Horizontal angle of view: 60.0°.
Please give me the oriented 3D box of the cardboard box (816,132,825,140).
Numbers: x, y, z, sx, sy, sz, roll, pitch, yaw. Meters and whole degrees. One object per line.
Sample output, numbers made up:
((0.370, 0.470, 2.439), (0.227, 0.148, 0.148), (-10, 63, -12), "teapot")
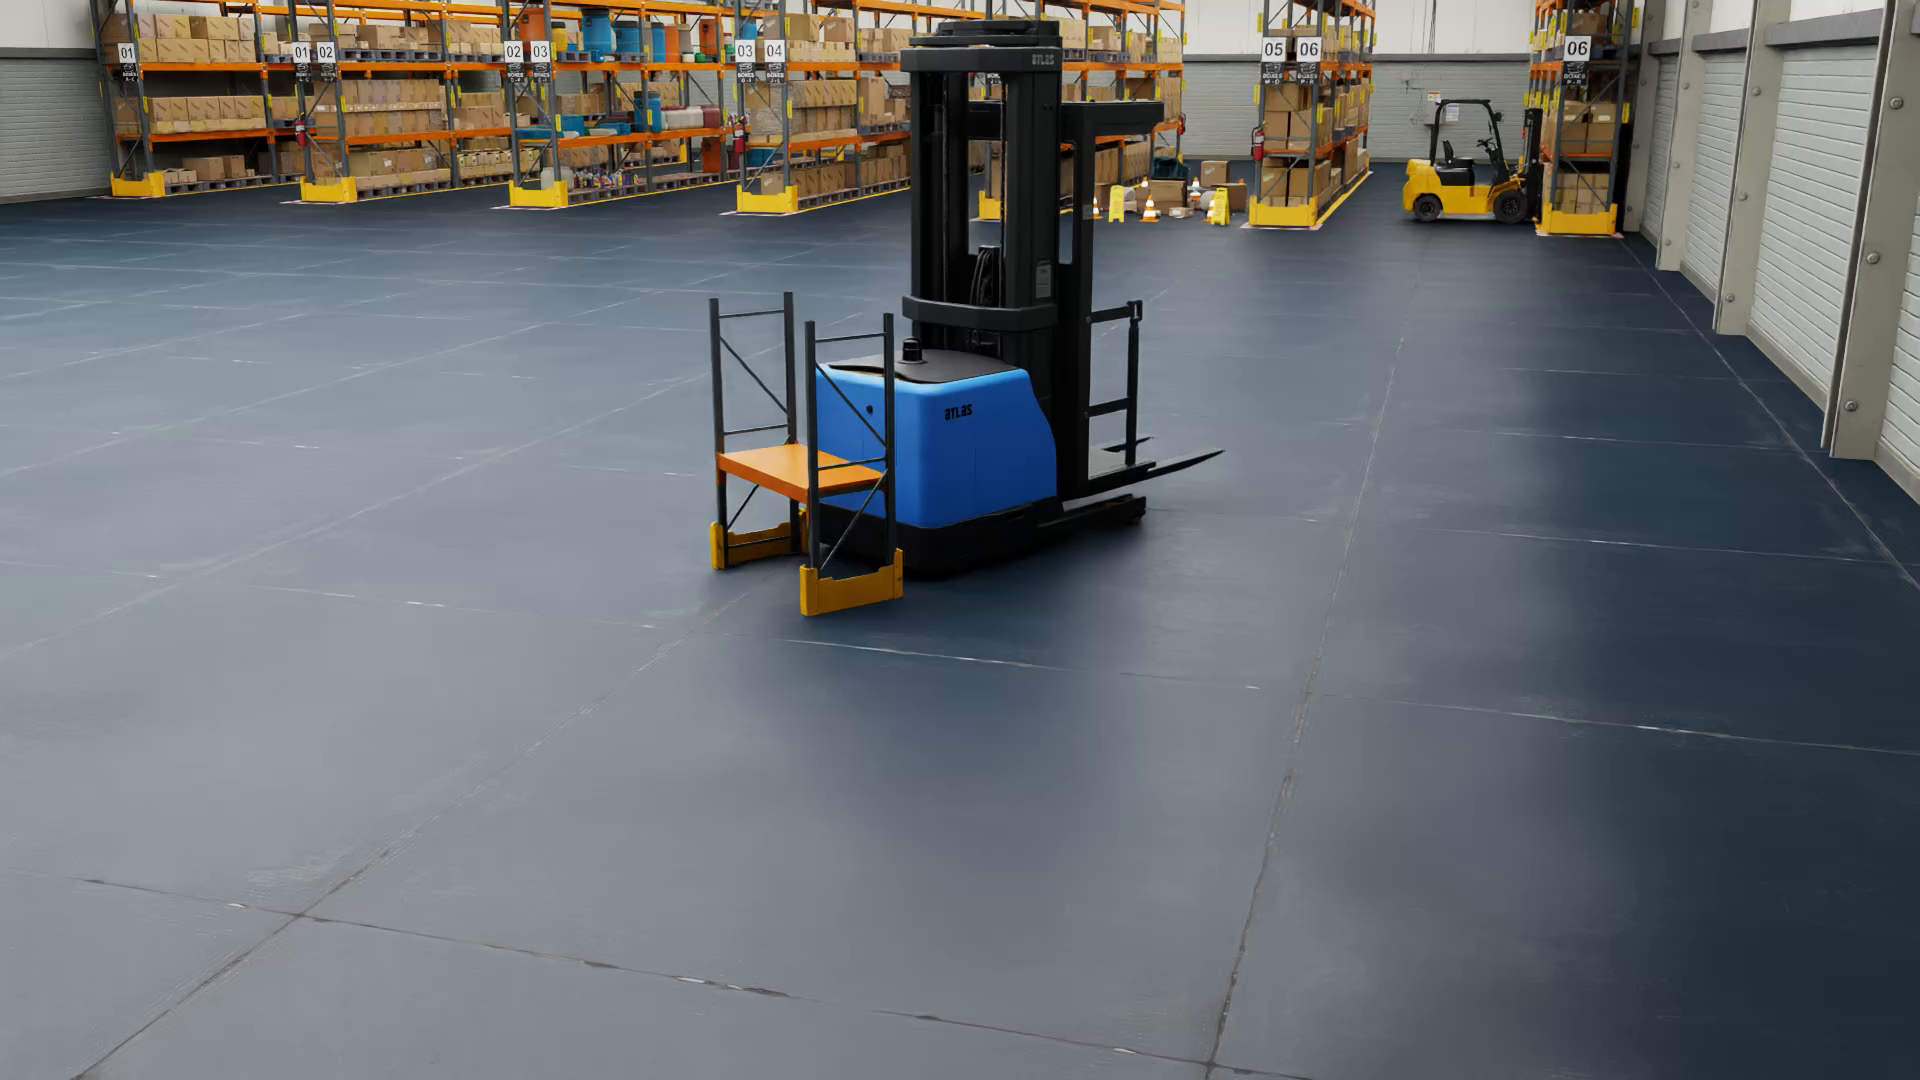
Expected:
((-2.938, -8.142, 33.497), (0.380, 0.149, 0.250), (5, 16, 16), "cardboard box")

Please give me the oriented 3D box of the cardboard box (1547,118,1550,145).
((11.123, -7.530, 30.698), (0.500, 0.500, 0.500), (5, 17, 17), "cardboard box")

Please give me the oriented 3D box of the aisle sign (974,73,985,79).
((0.513, -13.300, 46.460), (0.394, 0.787, 0.004), (5, 16, 16), "aisle sign")

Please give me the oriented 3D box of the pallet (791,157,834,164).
((-4.240, -10.837, 47.651), (1.003, 0.211, 1.213), (5, 16, 16), "pallet")

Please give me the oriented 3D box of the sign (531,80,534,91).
((-12.951, -13.785, 50.378), (0.100, 0.325, 0.005), (5, 16, 16), "sign")

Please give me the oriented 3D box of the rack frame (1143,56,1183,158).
((5.507, -11.597, 45.217), (1.000, 3.000, 0.127), (5, 16, 16), "rack frame")

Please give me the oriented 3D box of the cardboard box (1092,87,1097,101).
((2.520, -9.383, 35.399), (0.700, 0.500, 0.500), (5, 17, 16), "cardboard box")

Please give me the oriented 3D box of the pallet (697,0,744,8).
((-6.008, -13.088, 40.560), (1.213, 0.211, 1.003), (5, 16, 16), "pallet")

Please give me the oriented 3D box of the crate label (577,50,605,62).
((-7.667, -10.041, 34.510), (0.502, 0.251, 0.408), (5, 16, 16), "crate label")

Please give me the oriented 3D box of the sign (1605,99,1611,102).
((12.164, -8.128, 31.256), (0.100, 0.325, 0.005), (5, 16, 16), "sign")

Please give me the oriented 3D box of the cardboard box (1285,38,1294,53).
((5.622, -8.722, 29.315), (0.500, 0.250, 0.500), (4, 16, 15), "cardboard box")

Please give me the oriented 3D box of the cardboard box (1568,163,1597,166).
((11.677, -6.932, 31.210), (0.500, 0.250, 0.500), (5, 17, 17), "cardboard box")

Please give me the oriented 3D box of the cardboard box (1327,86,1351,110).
((8.383, -9.785, 36.816), (0.500, 0.500, 0.500), (4, 16, 14), "cardboard box")

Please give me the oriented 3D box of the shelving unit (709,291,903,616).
((-0.845, -0.498, 8.836), (0.587, 1.500, 1.083), (-11, 19, -34), "shelving unit")

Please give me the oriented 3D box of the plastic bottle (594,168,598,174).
((-8.006, -8.010, 36.622), (0.144, 0.351, 0.185), (5, 17, 17), "plastic bottle")

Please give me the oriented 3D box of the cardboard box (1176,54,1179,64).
((5.493, -12.694, 43.864), (0.500, 0.250, 0.500), (5, 16, 16), "cardboard box")

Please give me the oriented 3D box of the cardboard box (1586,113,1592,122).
((10.849, -7.168, 28.230), (0.380, 0.149, 0.250), (5, 16, 16), "cardboard box")

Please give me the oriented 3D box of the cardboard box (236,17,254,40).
((-16.760, -11.850, 38.562), (0.500, 0.500, 0.500), (3, 16, 11), "cardboard box")

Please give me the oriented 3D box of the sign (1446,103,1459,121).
((14.367, -12.485, 48.525), (0.329, 0.494, 0.001), (5, 16, 16), "sign")

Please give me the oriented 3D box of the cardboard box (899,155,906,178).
((-1.665, -8.747, 38.945), (0.700, 0.500, 0.500), (4, 16, 13), "cardboard box")

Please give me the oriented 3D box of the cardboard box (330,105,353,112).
((-12.946, -9.037, 34.821), (0.380, 0.149, 0.250), (5, 16, 15), "cardboard box")

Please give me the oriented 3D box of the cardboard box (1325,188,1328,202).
((6.819, -6.663, 32.094), (0.500, 0.250, 0.500), (4, 16, 14), "cardboard box")

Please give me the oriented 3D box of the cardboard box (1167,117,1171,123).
((5.368, -11.104, 43.942), (0.380, 0.149, 0.250), (4, 16, 13), "cardboard box")

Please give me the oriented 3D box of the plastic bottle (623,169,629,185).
((-7.340, -7.948, 36.404), (0.144, 0.351, 0.185), (4, 16, 13), "plastic bottle")

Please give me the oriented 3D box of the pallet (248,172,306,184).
((-16.658, -8.883, 40.760), (1.003, 0.211, 1.213), (5, 16, 16), "pallet")

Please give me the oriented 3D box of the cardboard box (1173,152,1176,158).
((5.631, -10.410, 44.943), (0.380, 0.149, 0.250), (4, 16, 14), "cardboard box")

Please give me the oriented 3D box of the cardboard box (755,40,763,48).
((-3.987, -9.481, 31.806), (0.380, 0.149, 0.250), (5, 16, 16), "cardboard box")

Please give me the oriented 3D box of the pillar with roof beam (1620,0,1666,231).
((7.429, -10.001, 28.599), (9.100, 9.000, 0.400), (5, 16, 16), "pillar with roof beam")

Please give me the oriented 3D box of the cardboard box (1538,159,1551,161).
((12.578, -7.660, 34.920), (0.875, 0.625, 0.625), (5, 17, 18), "cardboard box")

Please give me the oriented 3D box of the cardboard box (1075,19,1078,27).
((2.083, -10.095, 32.474), (0.380, 0.149, 0.250), (5, 17, 17), "cardboard box")

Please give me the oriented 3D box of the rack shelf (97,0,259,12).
((-17.446, -12.036, 37.096), (1.077, 0.370, 4.000), (5, 16, 16), "rack shelf")

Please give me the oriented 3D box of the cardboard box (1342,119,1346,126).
((7.961, -8.840, 35.189), (0.380, 0.149, 0.250), (5, 17, 17), "cardboard box")

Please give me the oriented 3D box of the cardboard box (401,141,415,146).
((-15.151, -10.646, 45.035), (0.750, 0.750, 0.750), (5, 16, 16), "cardboard box")

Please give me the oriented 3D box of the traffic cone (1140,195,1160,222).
((3.459, -6.042, 30.284), (0.336, 0.463, 0.334), (5, 16, 16), "traffic cone")

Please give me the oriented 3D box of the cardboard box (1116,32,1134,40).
((3.794, -11.652, 38.330), (0.396, 0.266, 0.258), (5, 16, 16), "cardboard box")

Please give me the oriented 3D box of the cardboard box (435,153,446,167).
((-12.287, -8.914, 39.003), (0.500, 0.311, 0.500), (5, 16, 16), "cardboard box")

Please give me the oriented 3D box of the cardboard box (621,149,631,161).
((-9.527, -10.741, 46.324), (0.500, 0.311, 0.500), (5, 16, 16), "cardboard box")

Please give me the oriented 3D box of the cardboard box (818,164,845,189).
((-2.782, -7.766, 35.524), (0.500, 0.500, 0.500), (4, 16, 14), "cardboard box")

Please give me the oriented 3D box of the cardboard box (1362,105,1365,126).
((9.824, -10.604, 41.535), (0.500, 0.500, 0.500), (5, 17, 16), "cardboard box")

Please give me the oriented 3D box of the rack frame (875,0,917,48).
((-1.493, -12.801, 38.469), (1.000, 3.000, 0.127), (5, 16, 16), "rack frame")

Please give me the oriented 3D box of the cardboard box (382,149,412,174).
((-12.469, -8.346, 36.652), (0.500, 0.500, 0.500), (5, 16, 16), "cardboard box")

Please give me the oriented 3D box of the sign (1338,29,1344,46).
((7.394, -9.751, 32.267), (0.100, 0.325, 0.005), (5, 16, 16), "sign")

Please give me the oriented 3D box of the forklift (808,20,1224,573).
((0.495, -1.560, 9.959), (1.130, 2.935, 3.031), (14, 21, 41), "forklift")

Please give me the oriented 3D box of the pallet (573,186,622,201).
((-7.954, -7.418, 35.595), (1.003, 0.211, 1.213), (5, 16, 16), "pallet")

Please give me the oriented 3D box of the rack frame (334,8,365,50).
((-15.741, -13.953, 42.531), (1.000, 3.000, 0.127), (5, 16, 16), "rack frame")

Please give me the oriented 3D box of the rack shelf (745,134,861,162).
((-3.198, -7.999, 33.851), (1.077, 0.370, 4.000), (5, 16, 16), "rack shelf")

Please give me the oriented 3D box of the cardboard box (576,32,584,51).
((-10.235, -13.169, 44.128), (0.600, 0.600, 0.600), (4, 16, 15), "cardboard box")

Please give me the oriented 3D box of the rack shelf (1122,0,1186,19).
((4.938, -13.612, 42.652), (1.077, 0.370, 4.000), (5, 16, 16), "rack shelf")

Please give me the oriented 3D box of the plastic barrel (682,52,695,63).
((-6.380, -11.324, 39.014), (0.301, 0.262, 0.301), (0, 16, 0), "plastic barrel")
